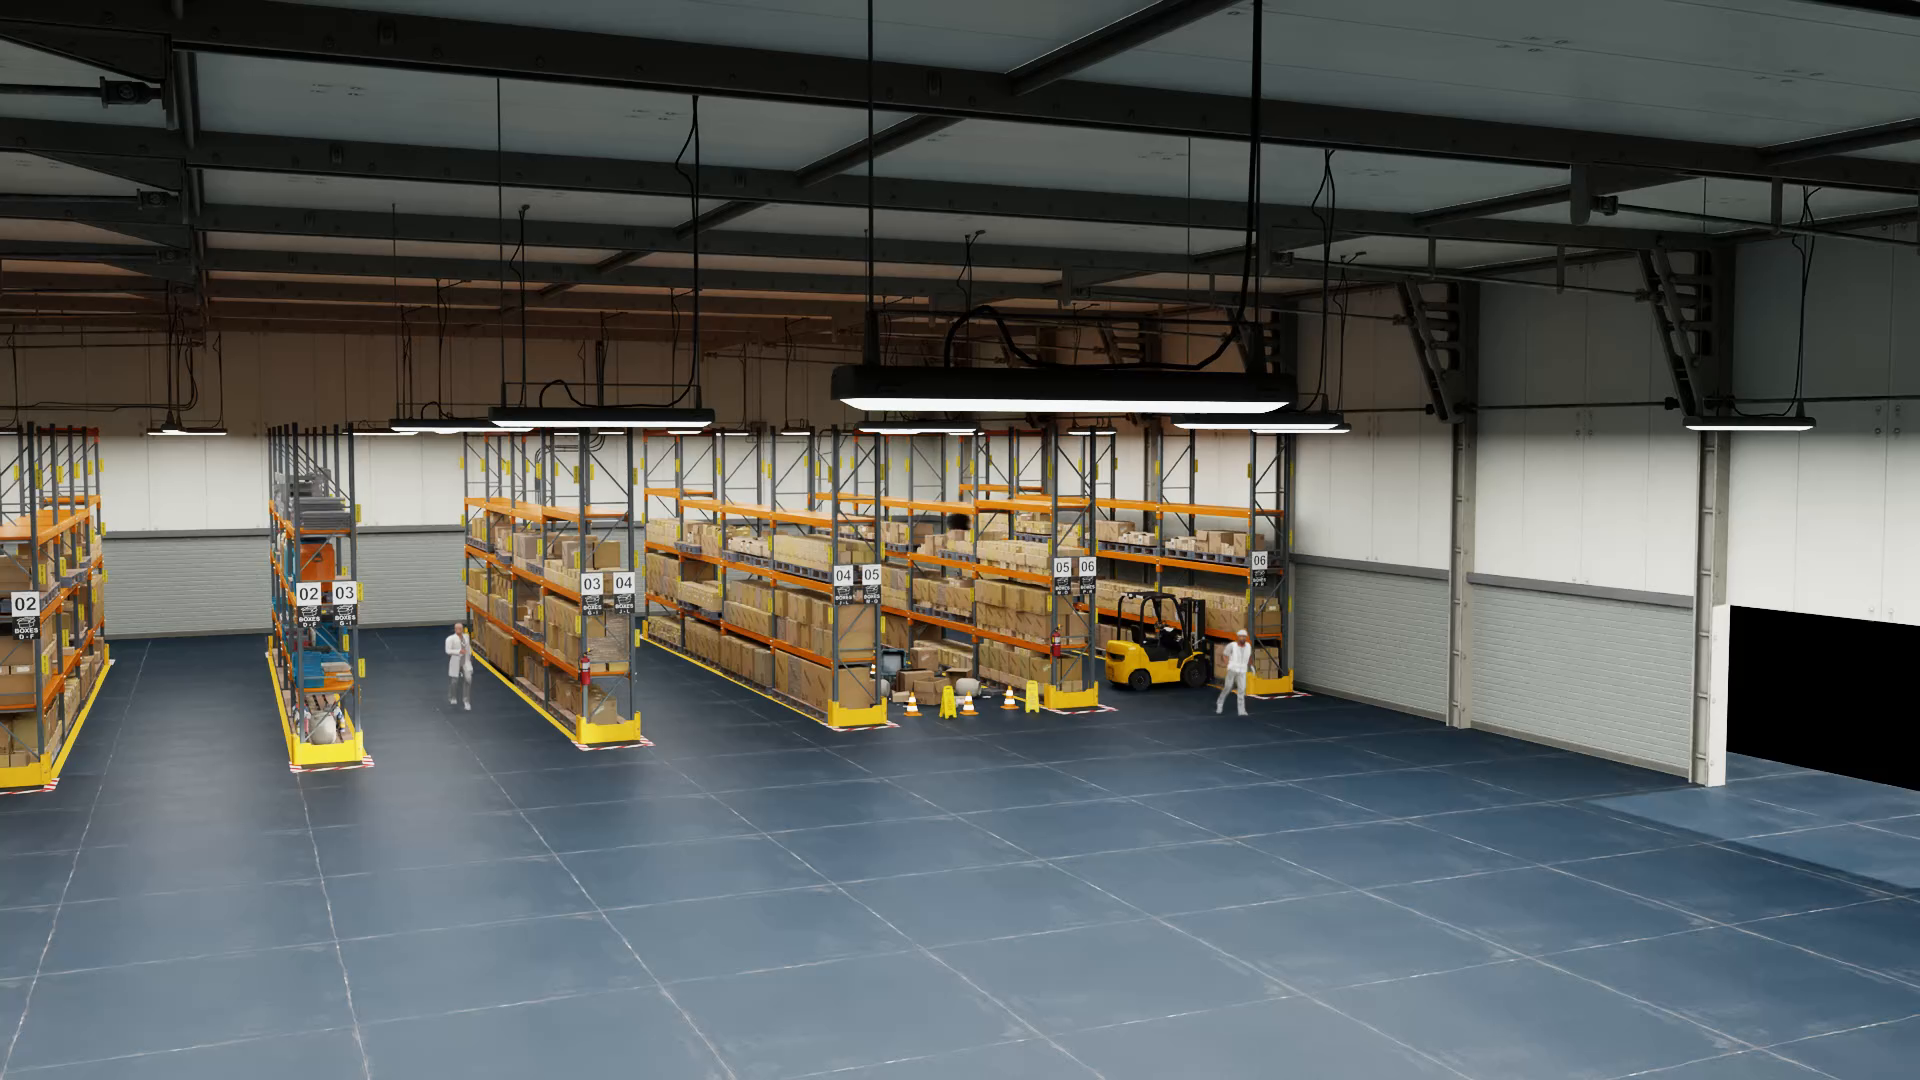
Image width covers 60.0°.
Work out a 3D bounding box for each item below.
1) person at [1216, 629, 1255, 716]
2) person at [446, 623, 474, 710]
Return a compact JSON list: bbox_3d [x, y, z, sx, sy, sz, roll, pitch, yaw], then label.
[{"bbox_3d":[5.732,2.714,34.115,0.724,1.764,1.006,-1,4,-16],"label":"person"},{"bbox_3d":[-10.639,2.679,35.317,0.647,1.847,0.932,-2,4,-36],"label":"person"}]
